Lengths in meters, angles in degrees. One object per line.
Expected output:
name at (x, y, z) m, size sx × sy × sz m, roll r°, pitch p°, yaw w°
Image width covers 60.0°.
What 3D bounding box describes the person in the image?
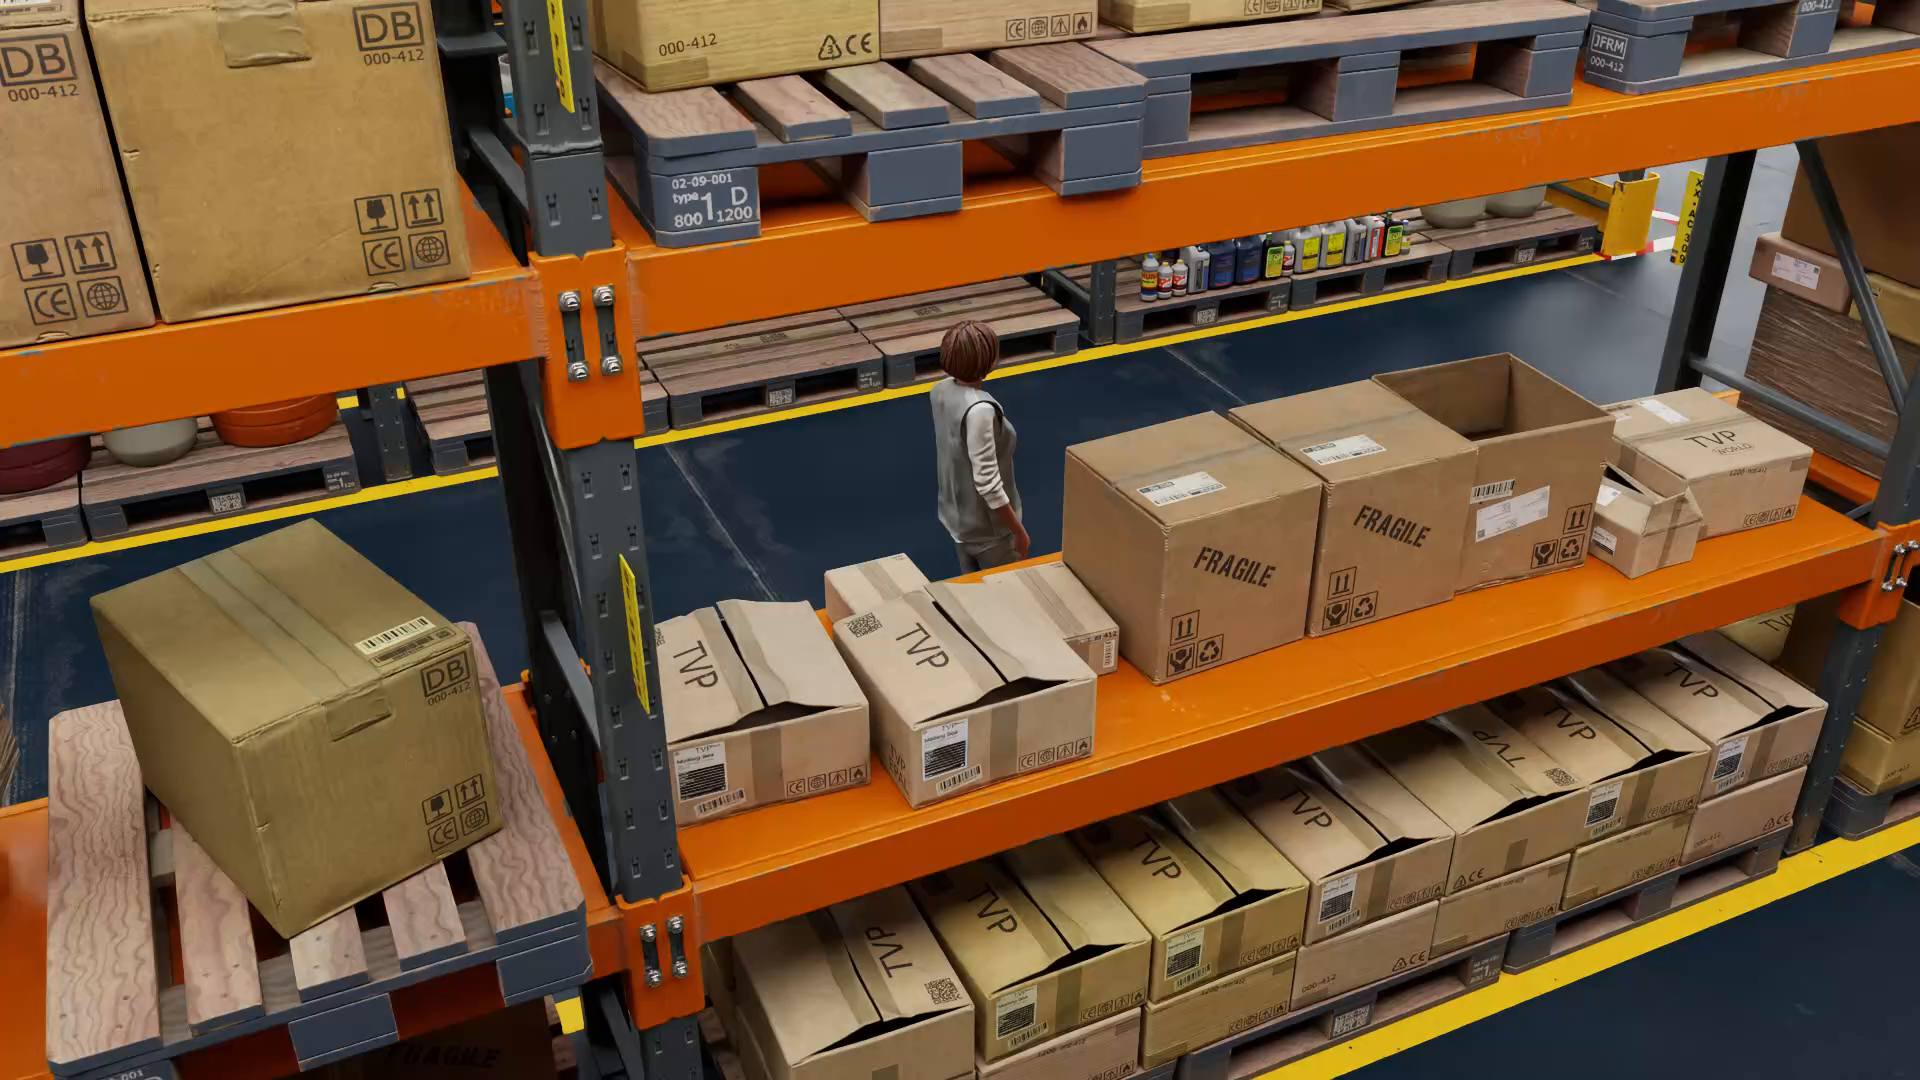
person at (0.154, -0.081, 6.260) m, size 0.475 × 1.597 × 0.519 m, roll -13°, pitch 32°, yaw -21°
